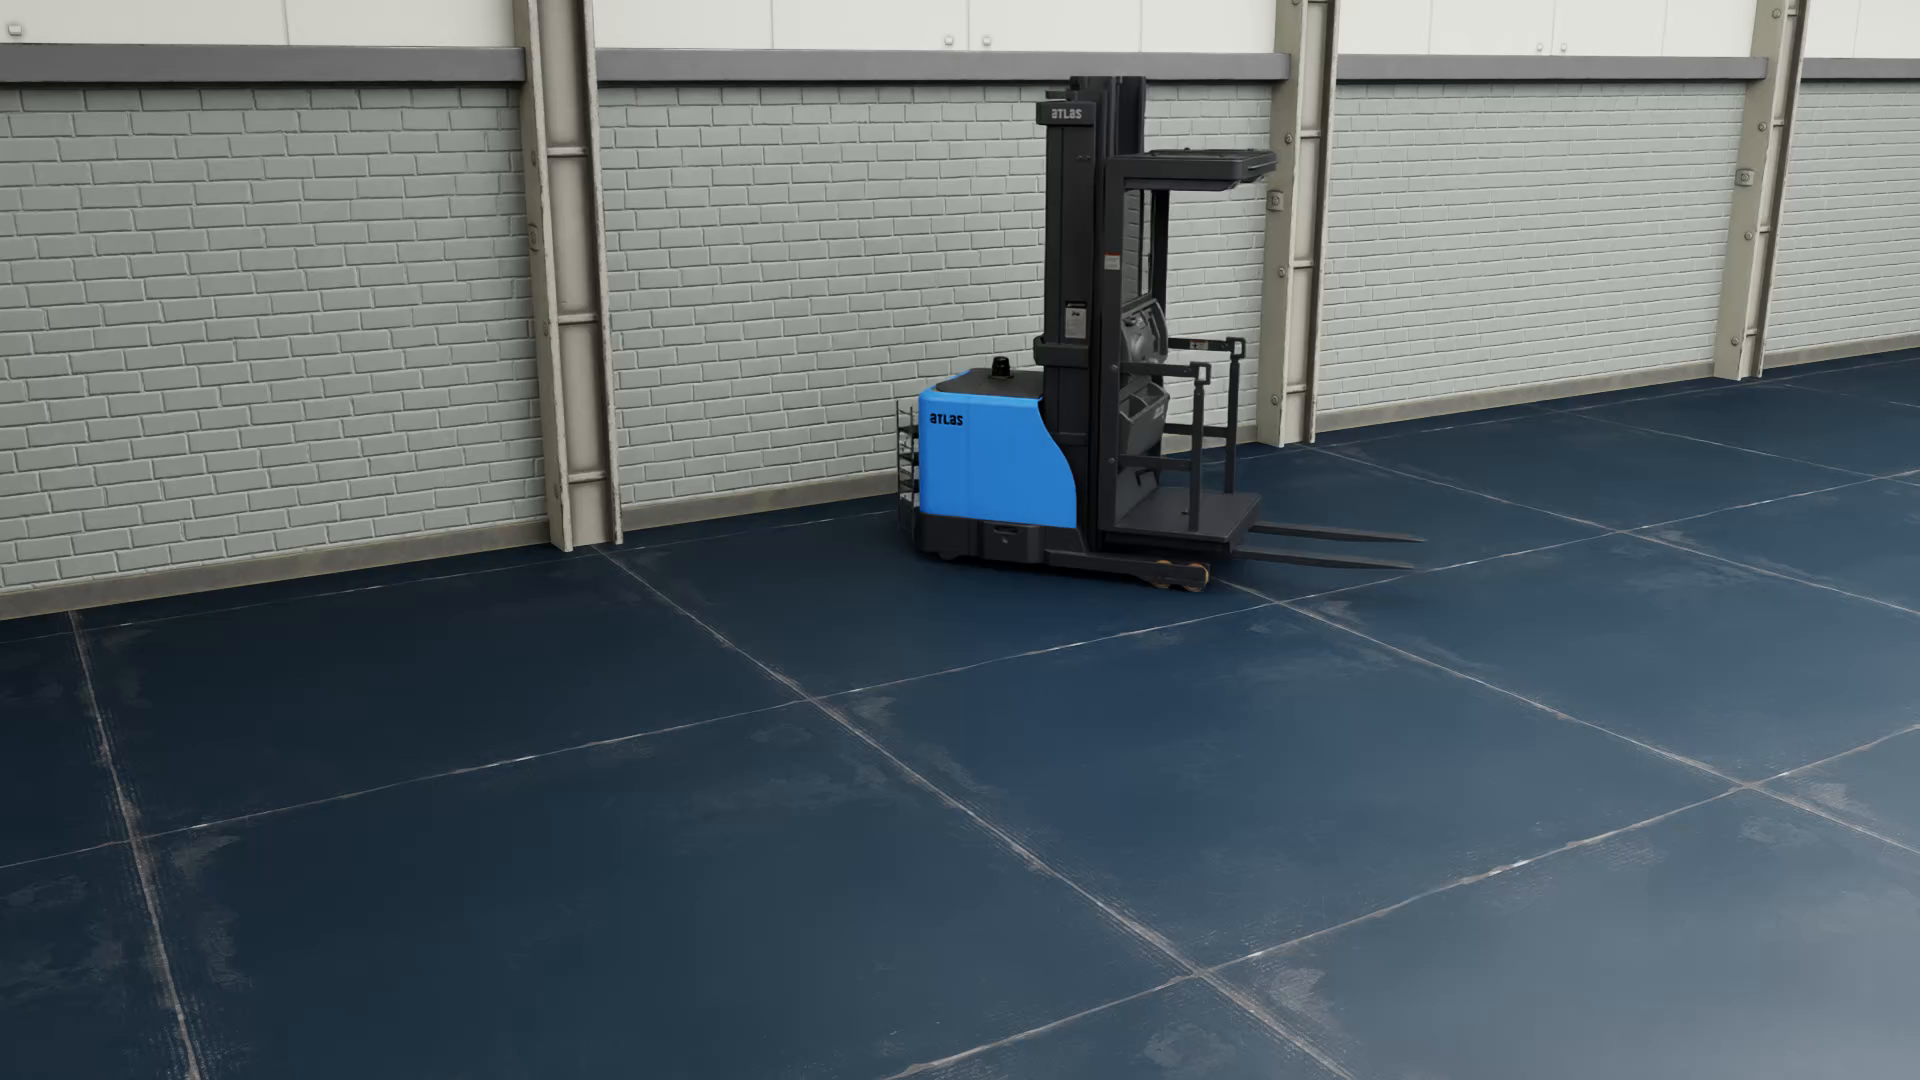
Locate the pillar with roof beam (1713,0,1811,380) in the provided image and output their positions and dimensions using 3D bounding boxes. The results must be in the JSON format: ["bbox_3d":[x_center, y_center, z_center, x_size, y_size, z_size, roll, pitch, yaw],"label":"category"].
[{"bbox_3d":[10.063,-4.992,12.045,0.400,9.000,9.100,-9,18,-30],"label":"pillar with roof beam"}]

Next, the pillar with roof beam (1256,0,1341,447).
[{"bbox_3d":[4.920,-4.158,9.070,0.400,9.000,9.100,-9,18,-30],"label":"pillar with roof beam"}]

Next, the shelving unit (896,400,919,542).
[{"bbox_3d":[-0.267,-0.463,10.893,0.210,0.900,0.258,-8,17,-25],"label":"shelving unit"}]

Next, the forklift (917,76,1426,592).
[{"bbox_3d":[1.301,-1.267,10.001,3.031,2.935,1.130,6,17,20],"label":"forklift"}]

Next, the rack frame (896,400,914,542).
[{"bbox_3d":[-0.358,-0.451,10.850,0.006,0.900,0.240,-8,17,-25],"label":"rack frame"}]

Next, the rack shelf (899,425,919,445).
[{"bbox_3d":[-0.267,-0.691,10.830,0.200,0.077,0.258,-8,17,-25],"label":"rack shelf"}]

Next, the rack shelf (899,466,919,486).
[{"bbox_3d":[-0.267,-0.431,10.902,0.200,0.077,0.258,-8,17,-25],"label":"rack shelf"}]

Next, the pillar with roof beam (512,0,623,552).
[{"bbox_3d":[-0.224,-3.324,6.095,0.400,9.000,9.100,-9,18,-30],"label":"pillar with roof beam"}]

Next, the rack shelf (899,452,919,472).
[{"bbox_3d":[-0.267,-0.517,10.878,0.200,0.077,0.258,-8,17,-25],"label":"rack shelf"}]

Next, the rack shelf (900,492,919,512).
[{"bbox_3d":[-0.267,-0.257,10.951,0.200,0.077,0.258,-8,17,-25],"label":"rack shelf"}]

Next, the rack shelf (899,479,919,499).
[{"bbox_3d":[-0.267,-0.344,10.927,0.200,0.077,0.258,-8,17,-25],"label":"rack shelf"}]

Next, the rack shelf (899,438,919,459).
[{"bbox_3d":[-0.267,-0.604,10.854,0.200,0.077,0.258,-8,17,-25],"label":"rack shelf"}]
